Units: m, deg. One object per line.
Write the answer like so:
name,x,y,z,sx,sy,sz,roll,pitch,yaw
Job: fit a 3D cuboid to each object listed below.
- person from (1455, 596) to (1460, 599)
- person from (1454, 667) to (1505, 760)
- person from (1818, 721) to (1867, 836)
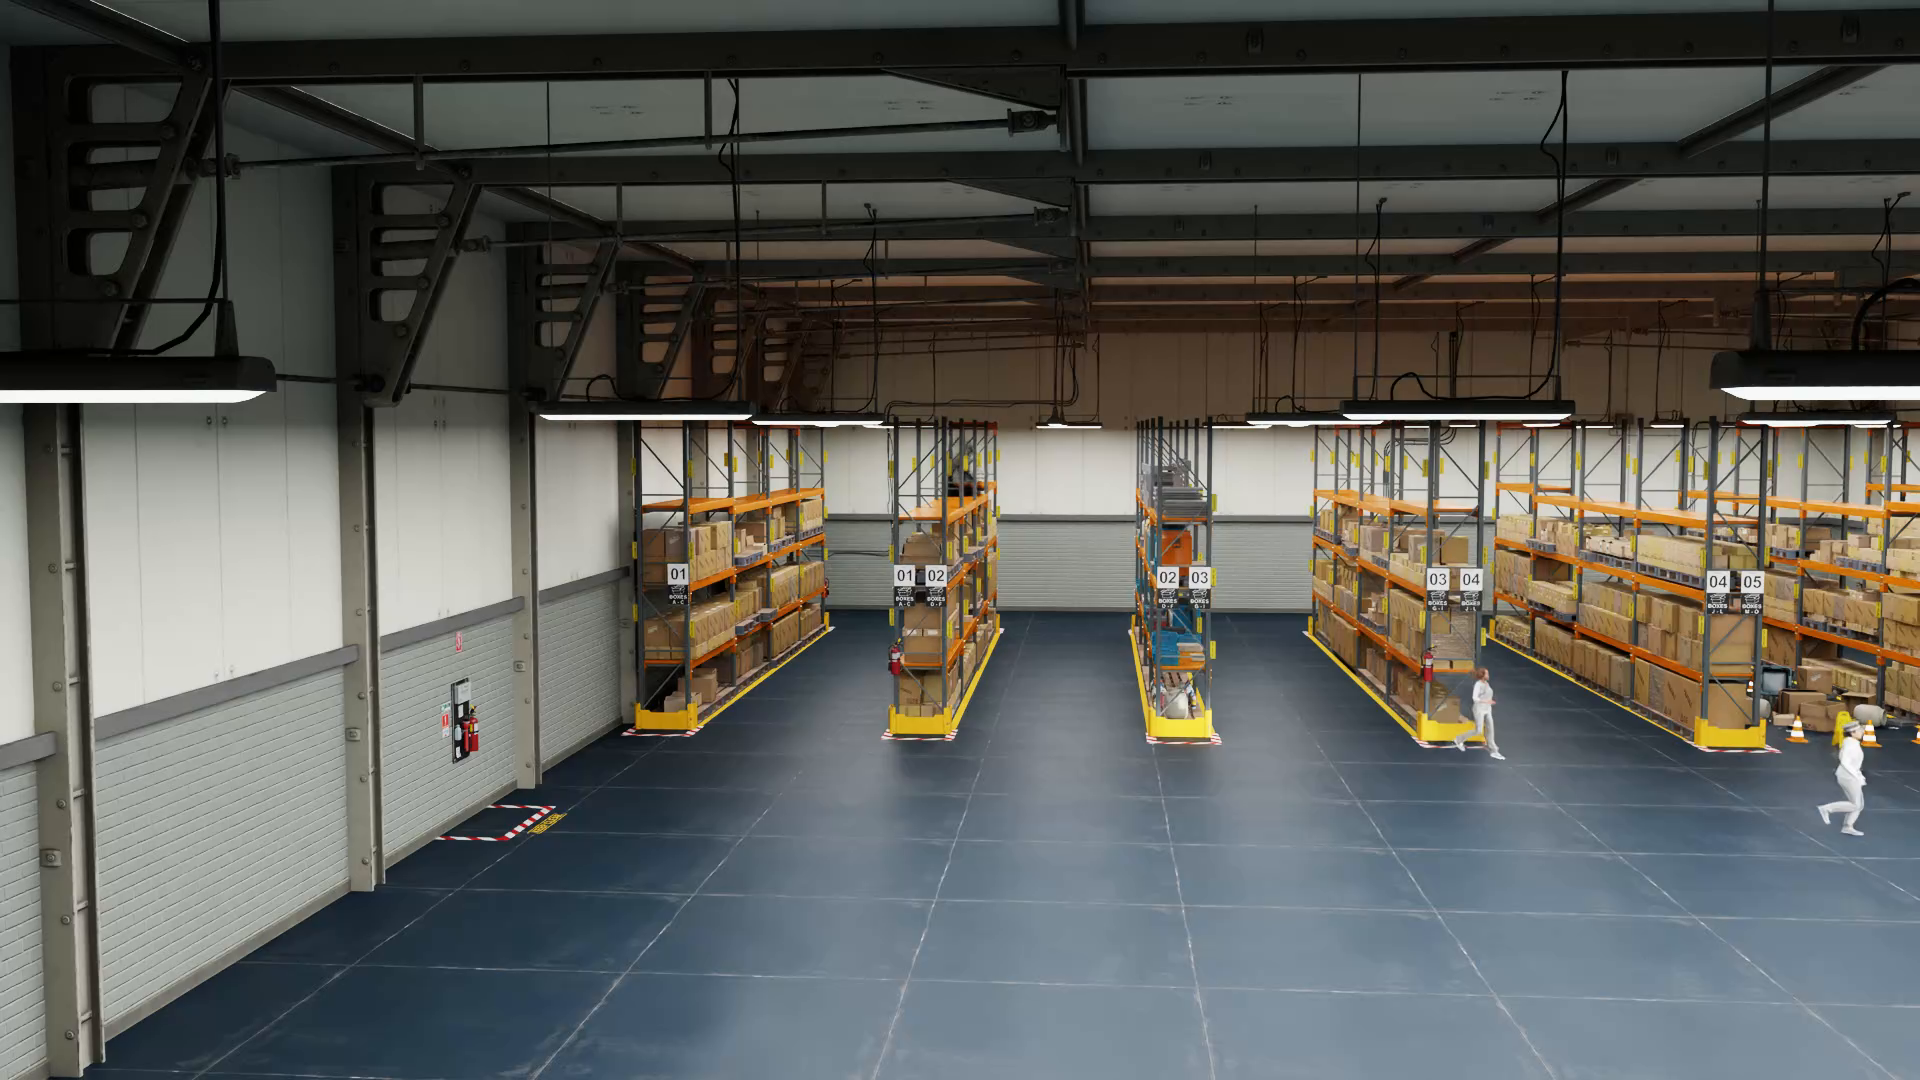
person,13.481,1.894,45.474,0.759,1.790,0.683,1,4,11
person,9.097,3.011,29.049,0.899,1.585,0.546,3,5,41
person,12.559,3.366,23.611,0.543,1.648,0.603,2,4,26
